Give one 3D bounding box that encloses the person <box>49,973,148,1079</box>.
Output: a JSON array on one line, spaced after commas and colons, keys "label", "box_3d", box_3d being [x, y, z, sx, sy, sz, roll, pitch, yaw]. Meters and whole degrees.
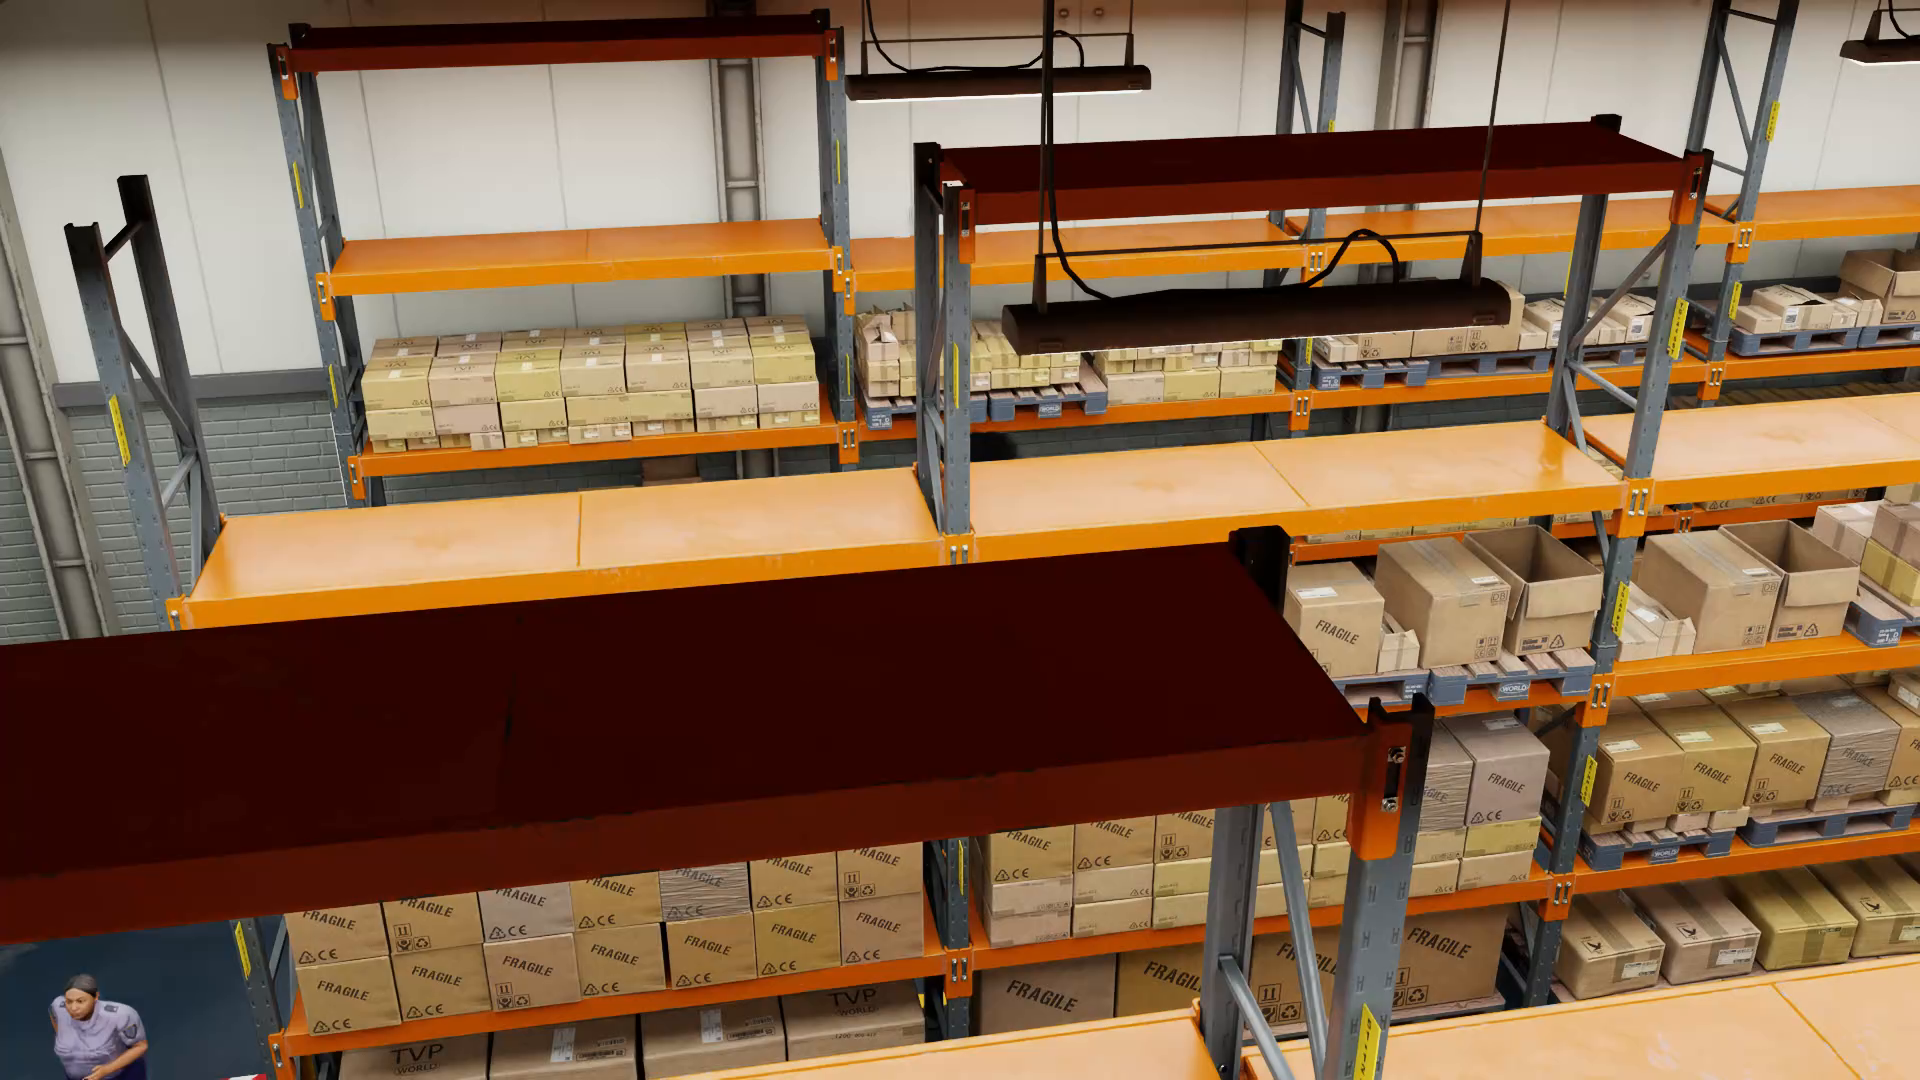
[{"label": "person", "box_3d": [-5.041, 3.203, 9.843, 0.588, 1.619, 0.725, -4, 26, -7]}]
